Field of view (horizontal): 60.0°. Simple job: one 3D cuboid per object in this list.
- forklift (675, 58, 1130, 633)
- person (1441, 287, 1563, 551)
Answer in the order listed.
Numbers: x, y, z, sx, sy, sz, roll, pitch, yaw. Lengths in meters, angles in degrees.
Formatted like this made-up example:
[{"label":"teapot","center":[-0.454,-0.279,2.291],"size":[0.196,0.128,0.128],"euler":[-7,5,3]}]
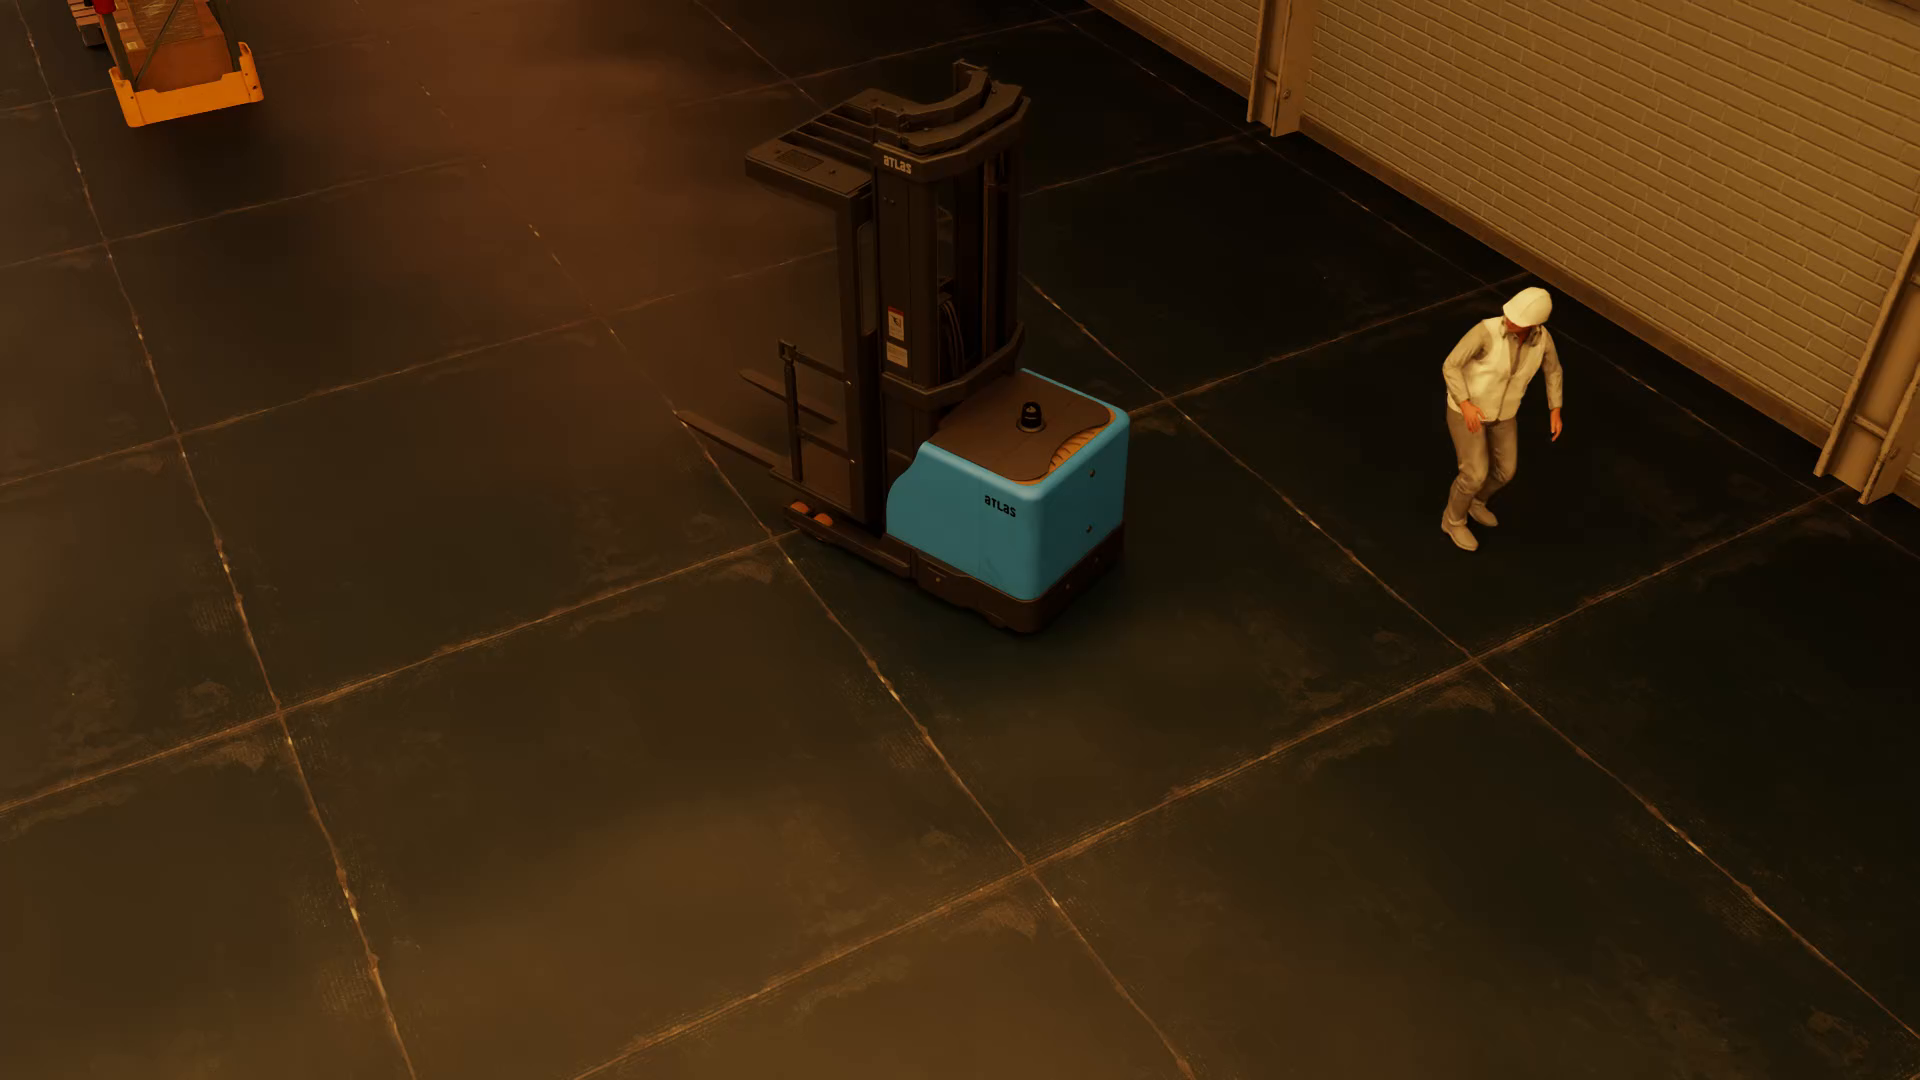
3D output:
[{"label":"forklift","center":[-0.481,-1.366,9.683],"size":[3.031,2.935,1.130],"euler":[26,46,28]},{"label":"person","center":[3.216,-0.759,9.914],"size":[0.745,1.727,0.522],"euler":[-11,41,-13]}]
